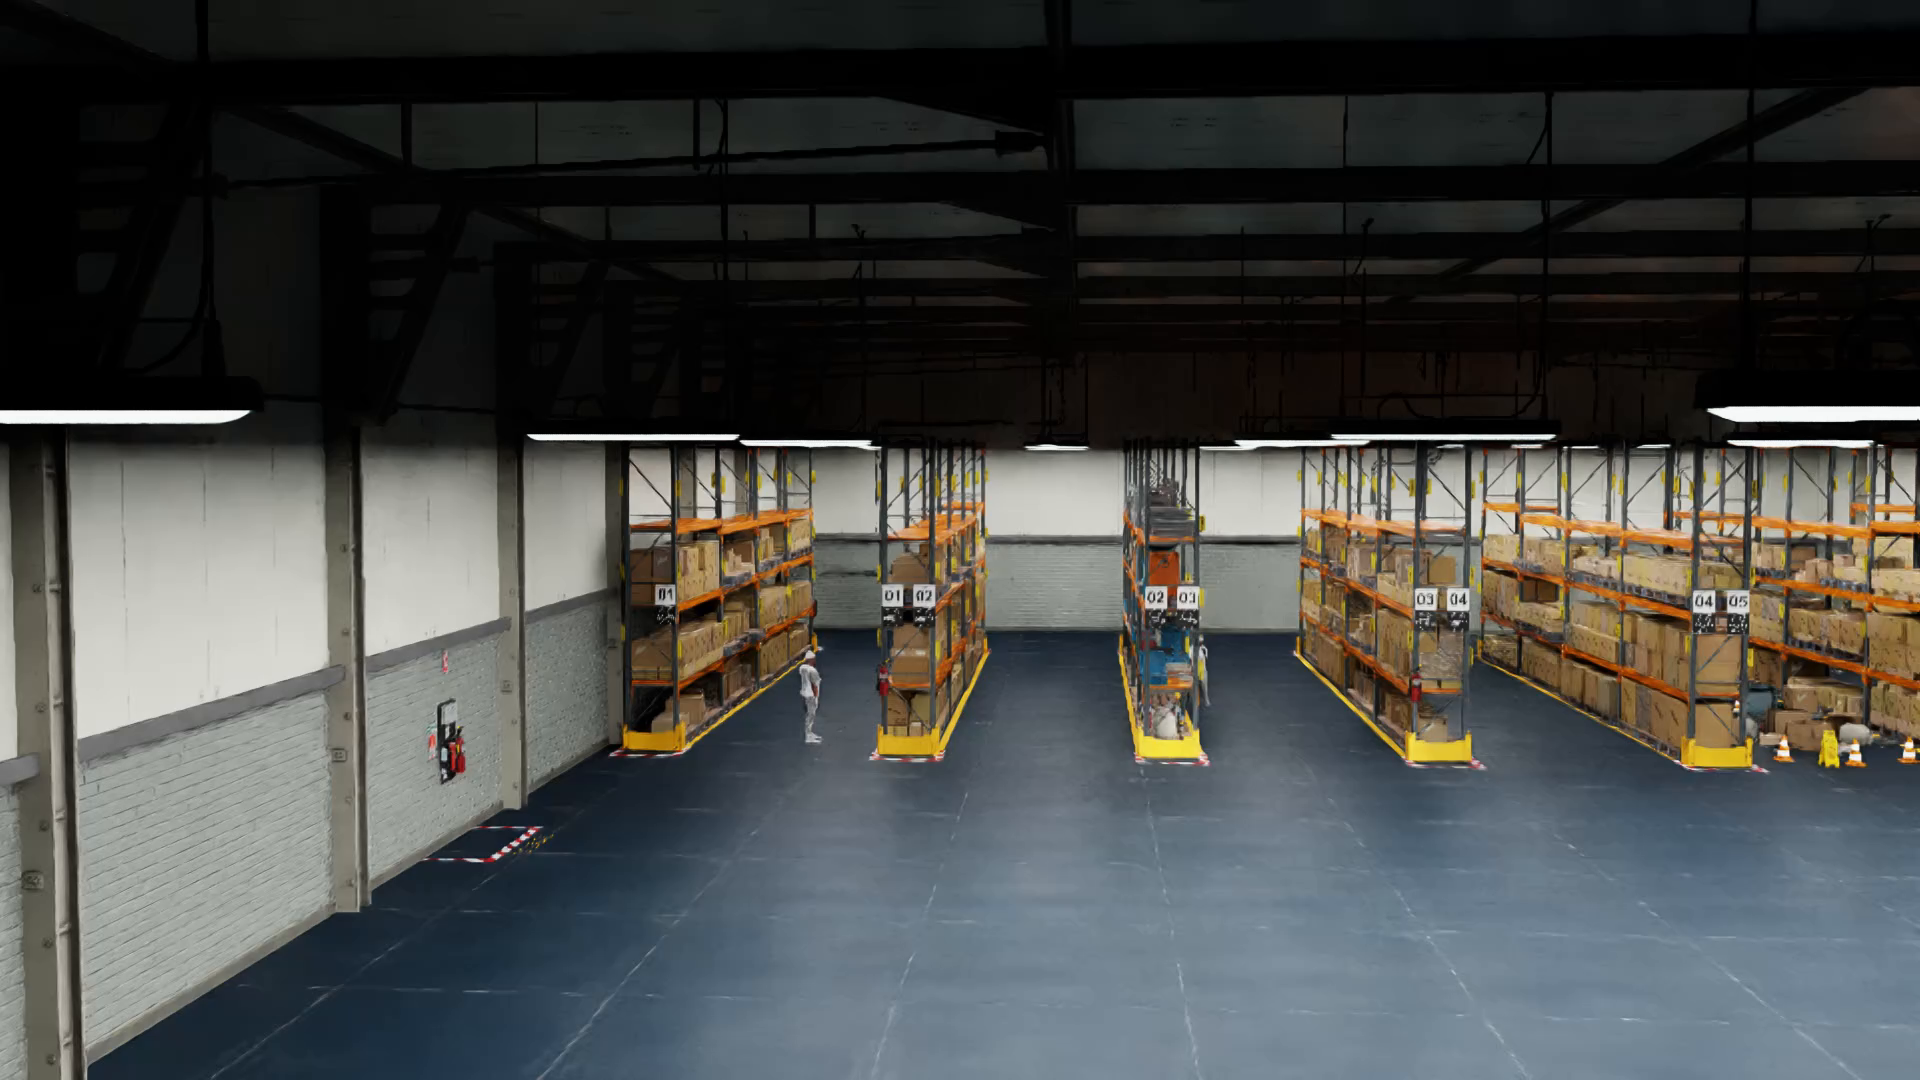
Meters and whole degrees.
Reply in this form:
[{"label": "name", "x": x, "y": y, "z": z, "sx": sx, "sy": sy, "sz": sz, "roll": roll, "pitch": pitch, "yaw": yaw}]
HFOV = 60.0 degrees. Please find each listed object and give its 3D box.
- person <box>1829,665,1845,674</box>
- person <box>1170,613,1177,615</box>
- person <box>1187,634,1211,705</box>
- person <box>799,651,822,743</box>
[{"label": "person", "x": 22.525, "y": 2.621, "z": 42.840, "sx": 0.512, "sy": 1.594, "sz": 0.515, "roll": 1, "pitch": 3, "yaw": 23}, {"label": "person", "x": 6.291, "y": 2.242, "z": 48.843, "sx": 0.684, "sy": 1.715, "sz": 0.841, "roll": -1, "pitch": 3, "yaw": -12}, {"label": "person", "x": 5.361, "y": 2.898, "z": 37.474, "sx": 0.470, "sy": 1.599, "sz": 1.060, "roll": 0, "pitch": 3, "yaw": -5}, {"label": "person", "x": -2.902, "y": 3.064, "z": 32.660, "sx": 0.450, "sy": 1.782, "sz": 0.614, "roll": -1, "pitch": 3, "yaw": -26}]
